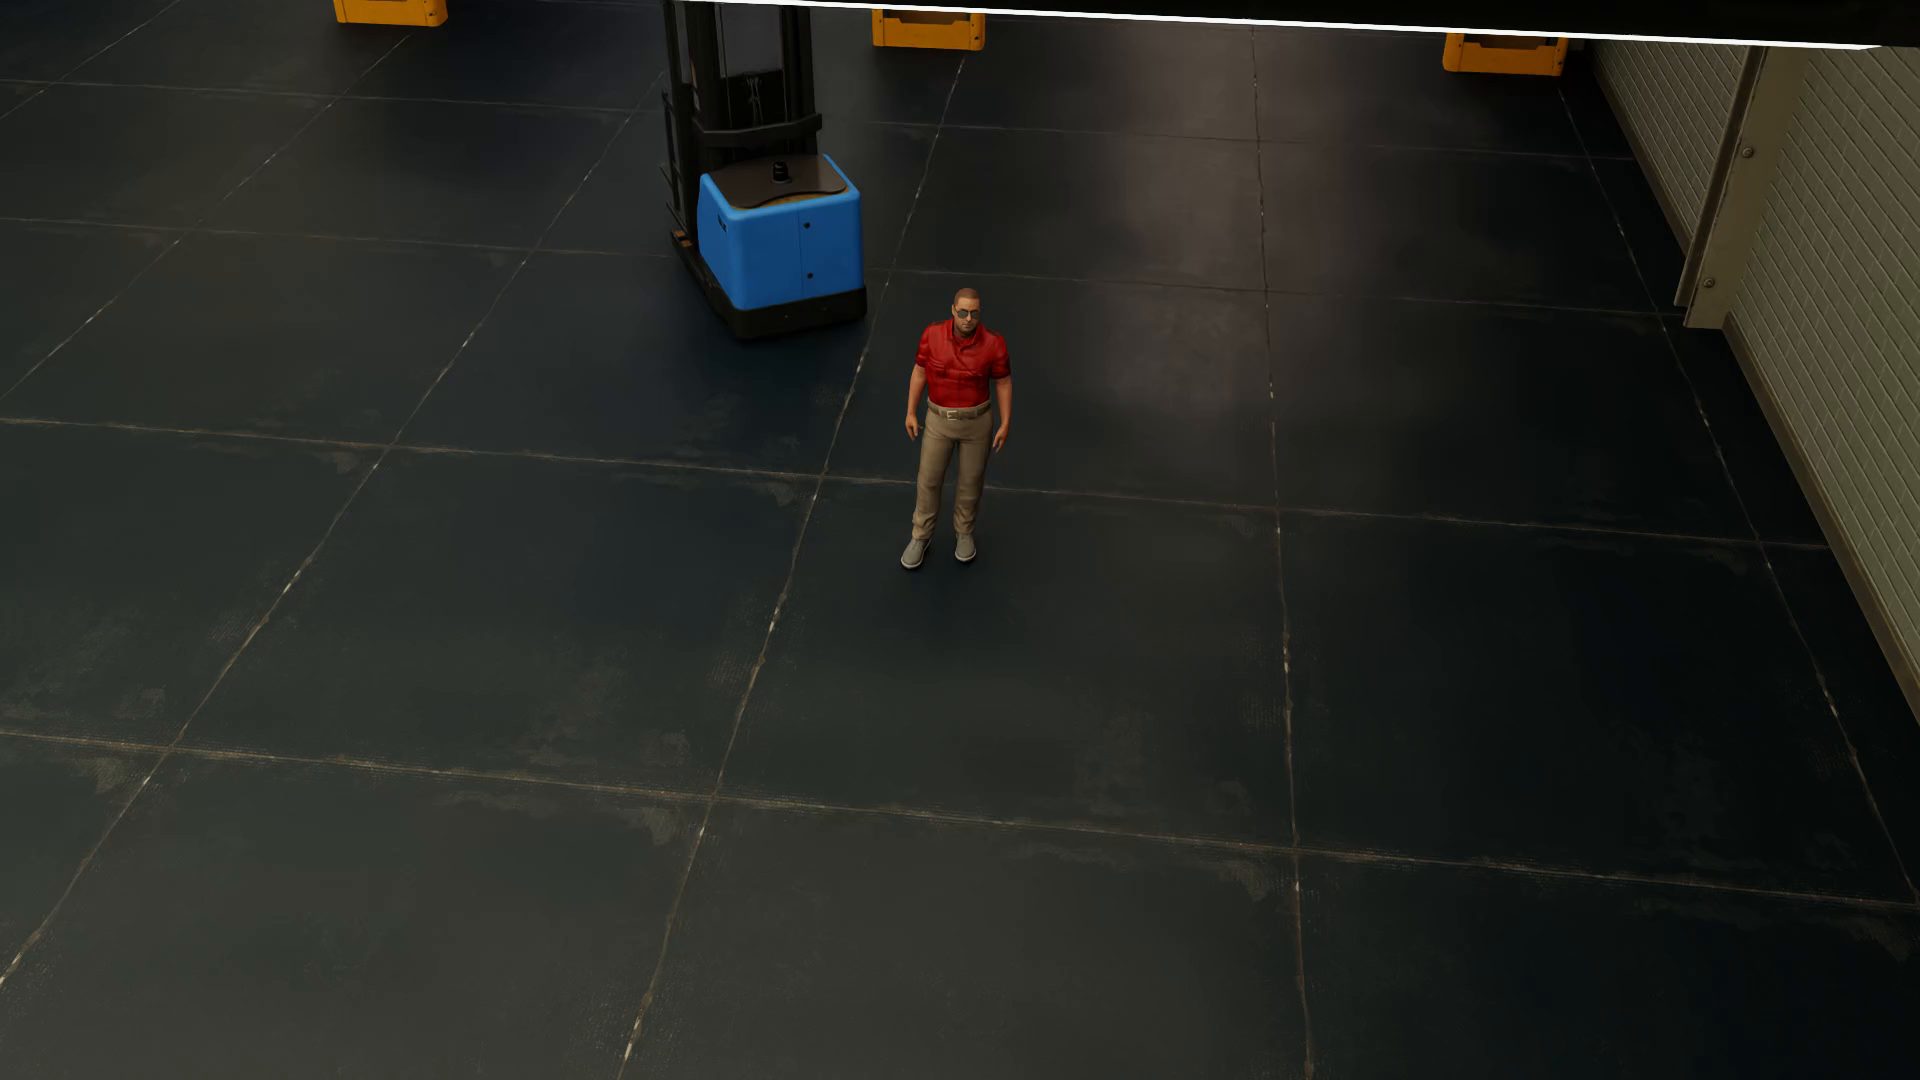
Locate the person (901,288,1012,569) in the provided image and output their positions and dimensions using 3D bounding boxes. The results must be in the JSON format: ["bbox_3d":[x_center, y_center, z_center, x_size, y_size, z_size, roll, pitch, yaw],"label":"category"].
[{"bbox_3d":[-0.023,-0.650,9.912,0.641,1.727,0.550,4,37,6],"label":"person"}]

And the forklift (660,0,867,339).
[{"bbox_3d":[-1.742,-3.550,12.846,1.130,2.935,3.031,-14,39,-18],"label":"forklift"}]
